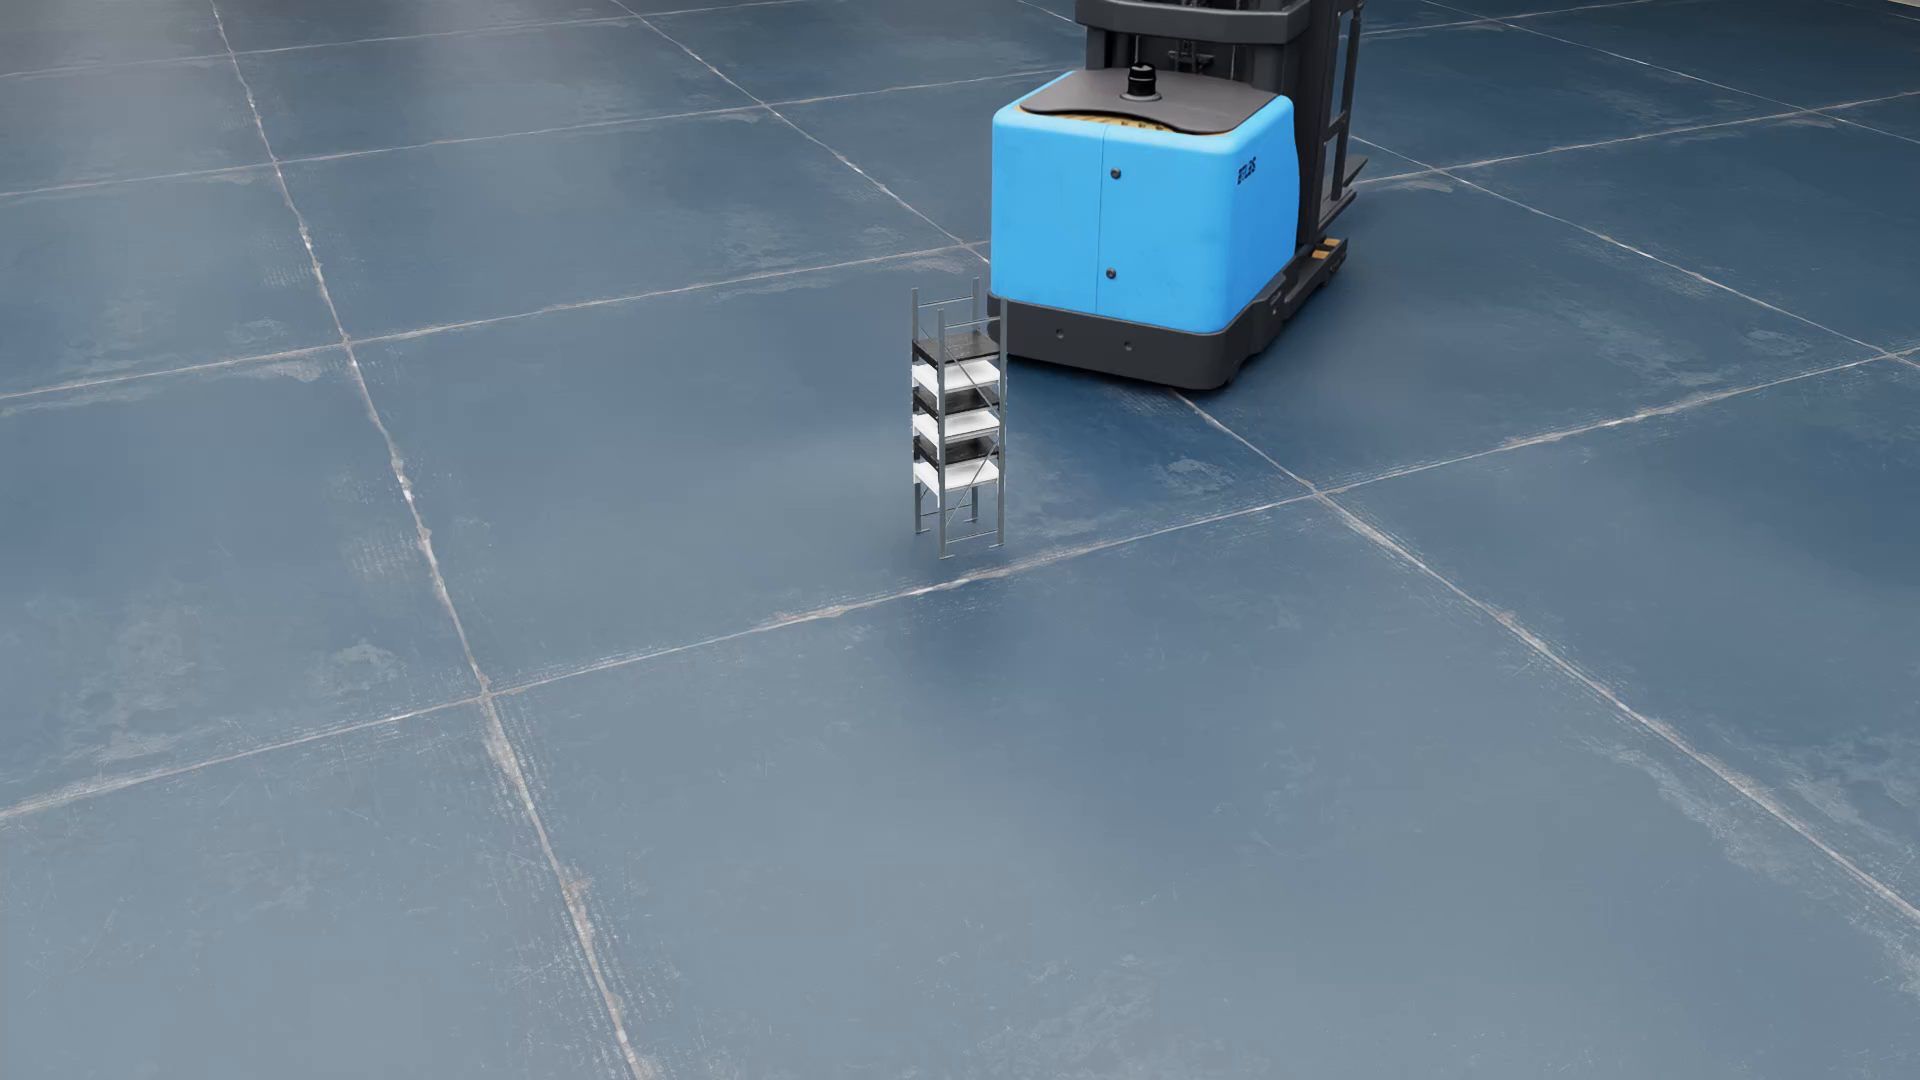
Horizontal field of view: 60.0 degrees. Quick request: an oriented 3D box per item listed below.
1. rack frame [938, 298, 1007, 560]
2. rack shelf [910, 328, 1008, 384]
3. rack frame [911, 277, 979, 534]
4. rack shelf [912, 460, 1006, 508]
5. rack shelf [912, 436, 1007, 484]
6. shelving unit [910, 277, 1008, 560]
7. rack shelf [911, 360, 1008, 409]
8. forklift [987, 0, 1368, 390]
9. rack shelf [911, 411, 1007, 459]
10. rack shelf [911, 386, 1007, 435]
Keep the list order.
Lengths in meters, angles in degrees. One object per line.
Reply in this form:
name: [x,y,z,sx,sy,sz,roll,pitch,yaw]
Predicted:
rack frame: [0.040,-0.351,5.456,0.240,0.900,0.006,-13,32,-22]
rack shelf: [-0.003,-0.603,5.421,0.258,0.077,0.200,-13,32,-22]
rack frame: [-0.047,-0.441,5.616,0.240,0.900,0.006,-13,32,-22]
rack shelf: [-0.003,-0.210,5.641,0.258,0.077,0.200,-13,32,-22]
rack shelf: [-0.003,-0.289,5.597,0.258,0.077,0.200,-13,32,-22]
shelving unit: [-0.003,-0.396,5.536,0.258,0.900,0.210,-13,32,-22]
rack shelf: [-0.003,-0.524,5.465,0.258,0.077,0.200,-13,32,-22]
forklift: [1.226,-2.576,7.347,1.130,2.935,3.031,14,32,23]
rack shelf: [-0.003,-0.367,5.553,0.258,0.077,0.200,-13,32,-22]
rack shelf: [-0.003,-0.446,5.509,0.258,0.077,0.200,-13,32,-22]
